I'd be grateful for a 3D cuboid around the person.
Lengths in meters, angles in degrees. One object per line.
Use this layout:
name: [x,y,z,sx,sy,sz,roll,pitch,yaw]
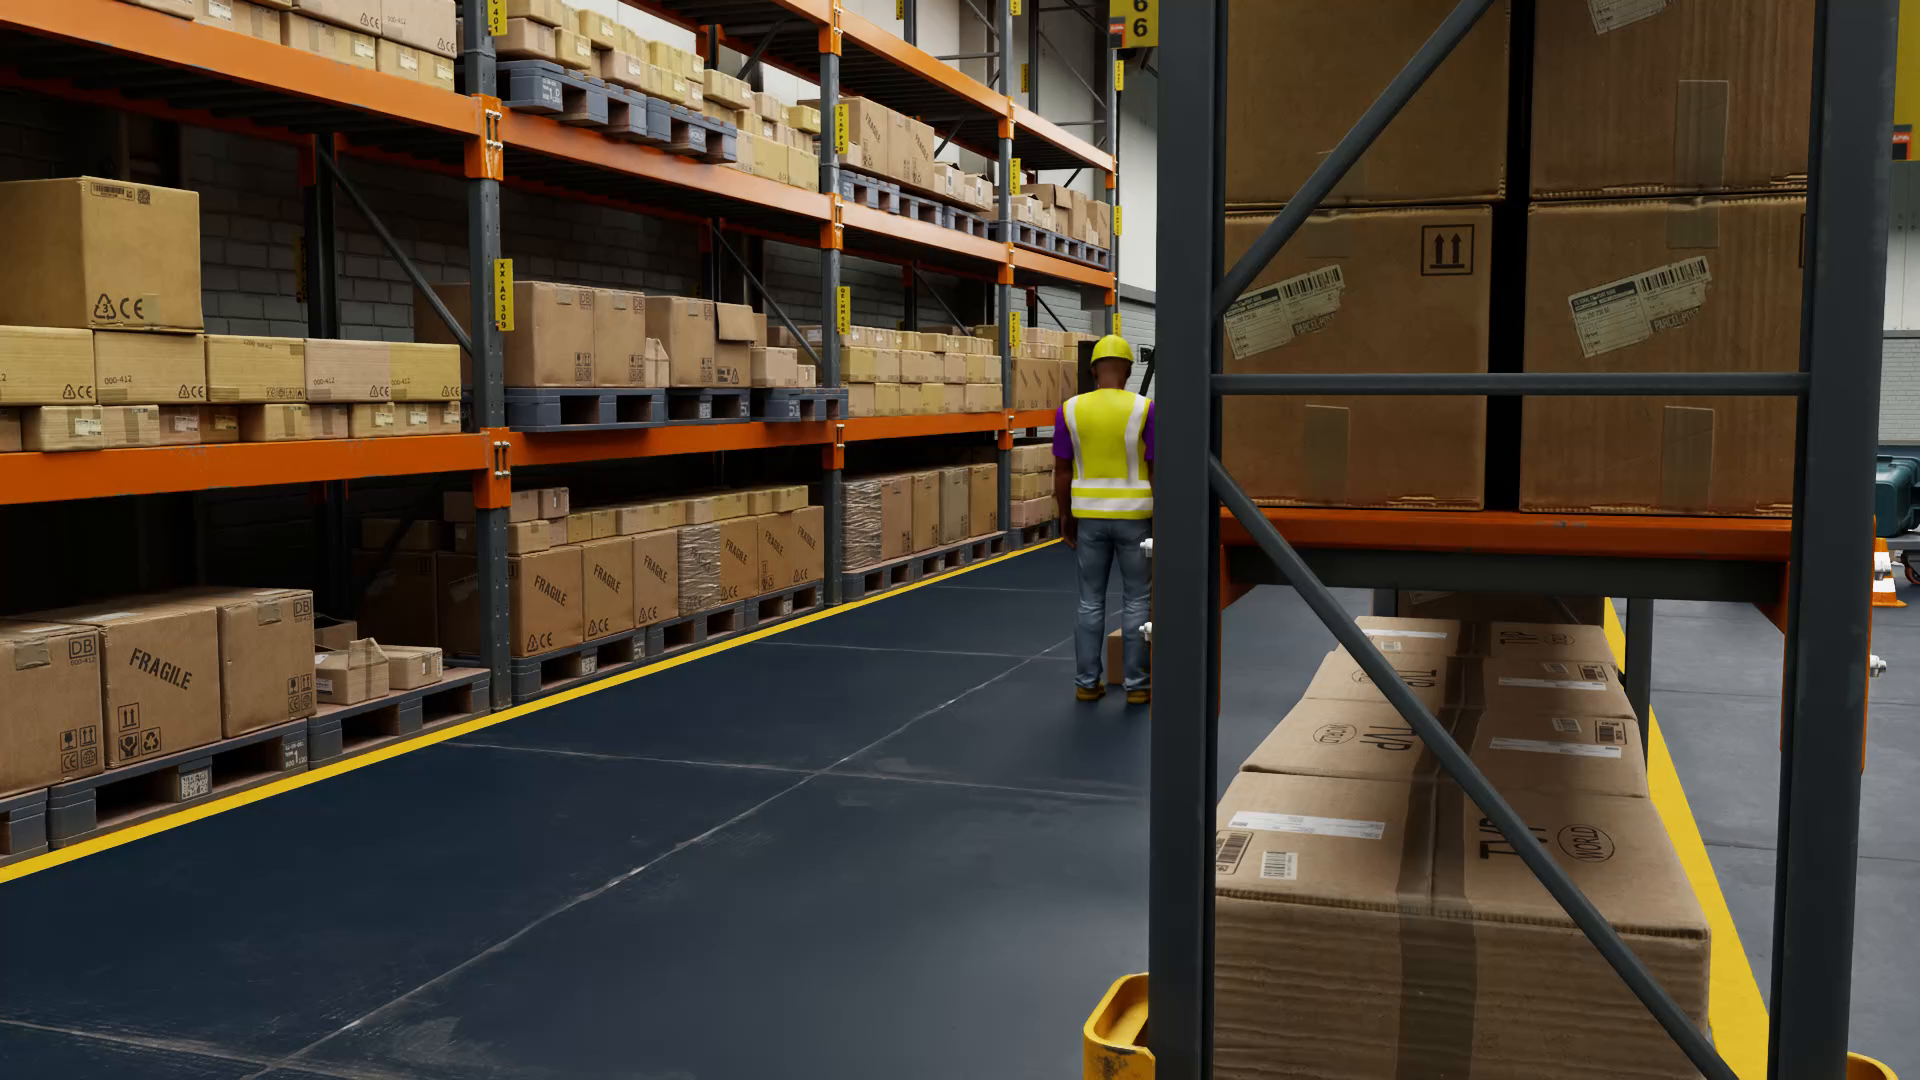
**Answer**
person: [0.732,-0.103,8.048,0.567,1.760,0.363,2,5,20]
